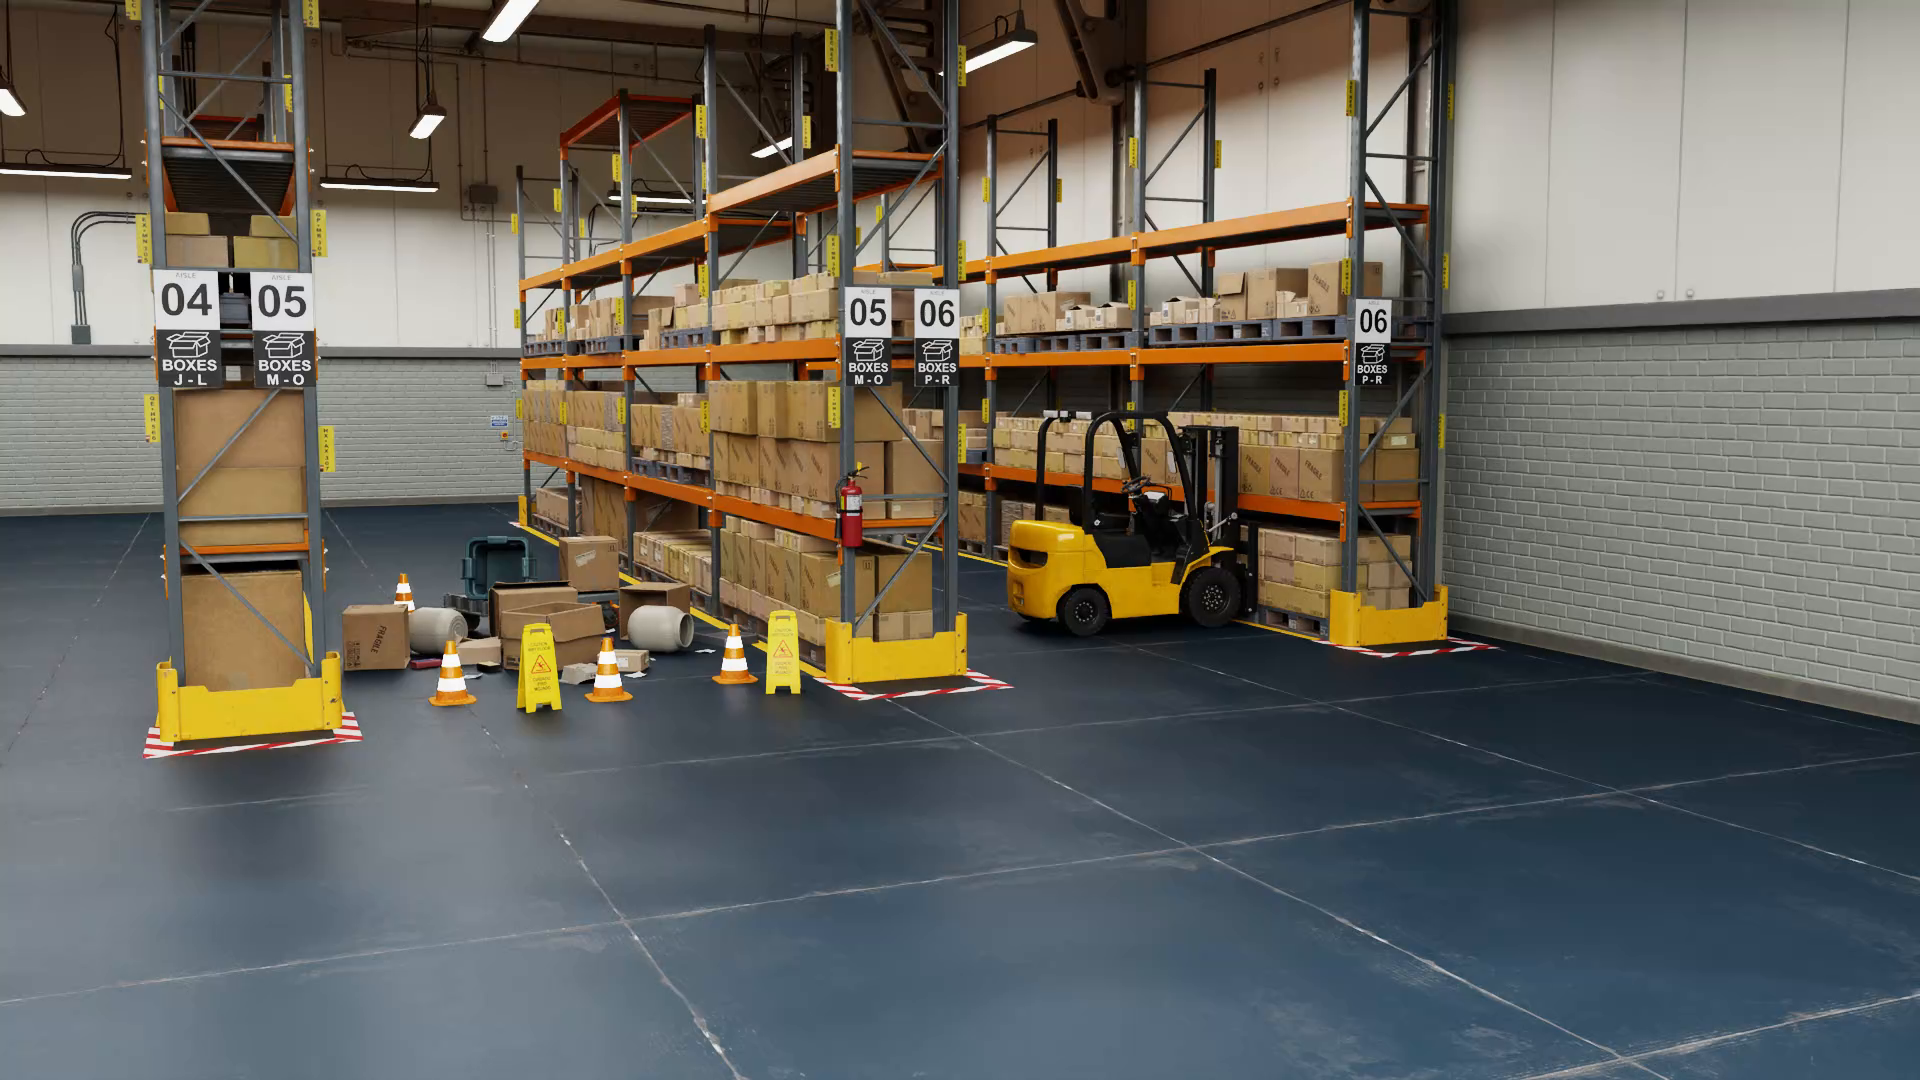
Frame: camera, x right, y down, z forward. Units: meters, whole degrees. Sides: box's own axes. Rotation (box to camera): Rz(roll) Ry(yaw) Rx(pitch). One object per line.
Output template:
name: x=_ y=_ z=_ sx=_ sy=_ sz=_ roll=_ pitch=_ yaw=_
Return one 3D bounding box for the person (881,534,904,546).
person: x=-0.894 y=-0.454 z=21.531 sx=0.463 sy=1.645 sz=0.903 roll=0 pitch=6 yaw=2
